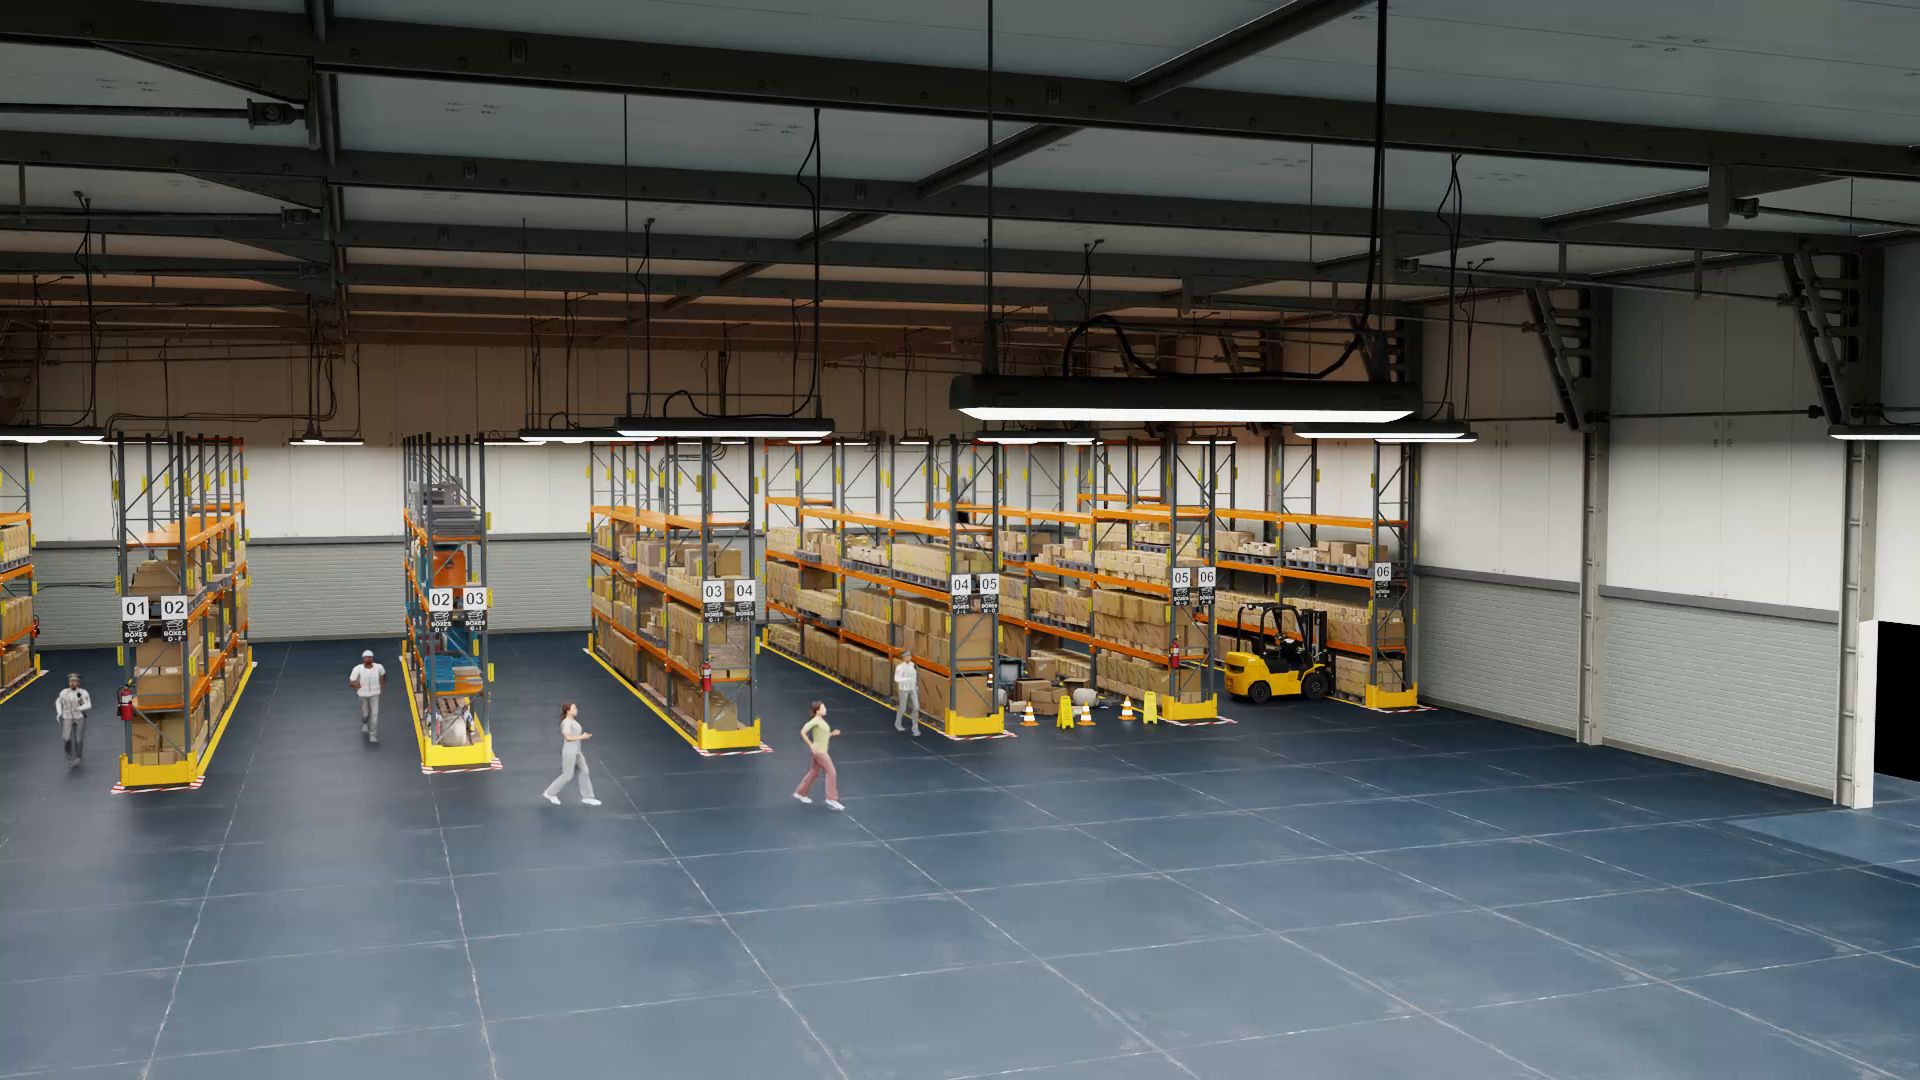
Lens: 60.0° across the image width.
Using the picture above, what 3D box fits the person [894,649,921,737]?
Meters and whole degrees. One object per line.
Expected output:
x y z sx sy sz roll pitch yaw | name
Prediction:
-1.067 3.038 33.207 0.598 1.753 0.777 -2 4 -31 | person

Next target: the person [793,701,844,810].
-2.247 3.409 26.401 0.830 1.715 0.546 0 3 2 | person

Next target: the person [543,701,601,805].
-6.165 3.388 26.406 0.908 1.664 0.570 0 3 1 | person

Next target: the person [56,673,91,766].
-15.890 3.222 29.798 0.592 1.671 0.634 -1 3 -22 | person

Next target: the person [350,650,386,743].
-11.550 3.031 32.492 0.700 1.762 0.956 -2 3 -25 | person
